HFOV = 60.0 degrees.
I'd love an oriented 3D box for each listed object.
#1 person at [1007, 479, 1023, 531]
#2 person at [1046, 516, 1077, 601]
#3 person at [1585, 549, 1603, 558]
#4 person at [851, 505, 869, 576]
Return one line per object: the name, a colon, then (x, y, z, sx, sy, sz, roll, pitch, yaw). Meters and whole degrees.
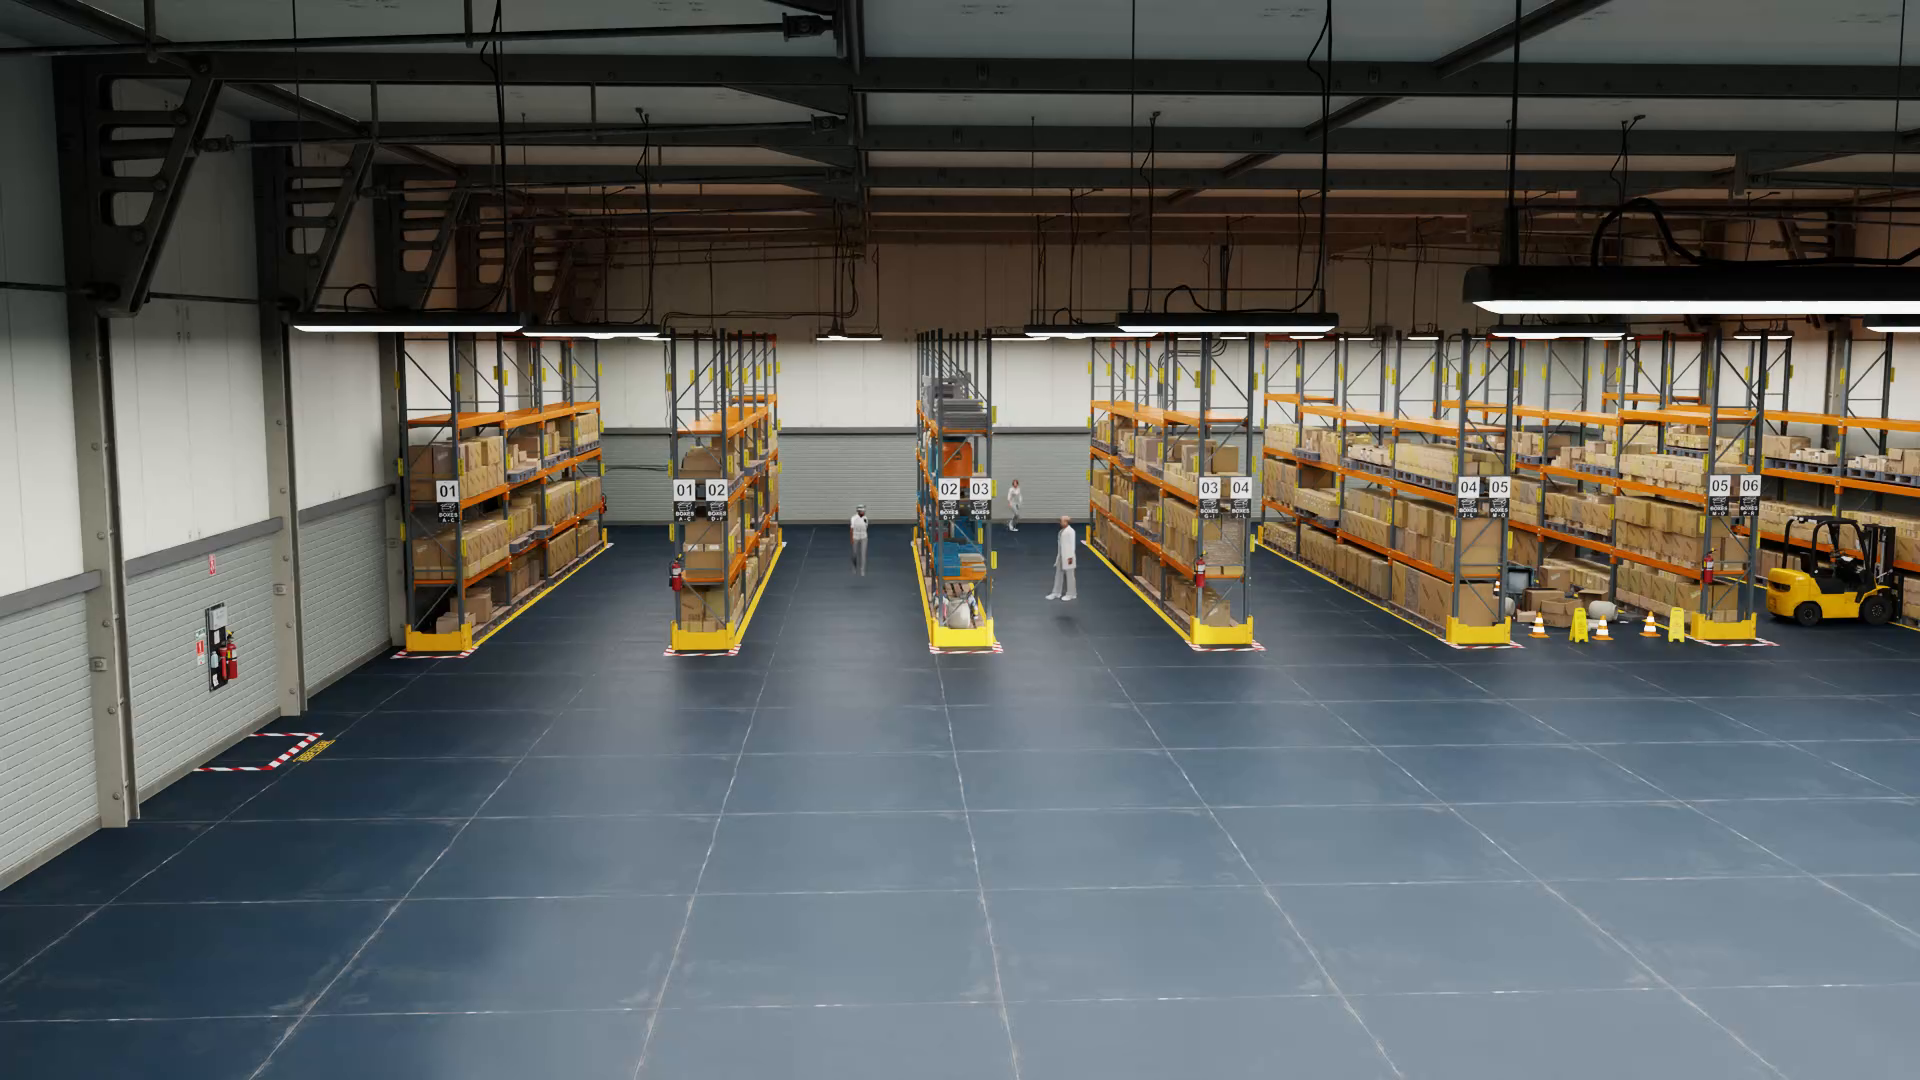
person: (1.681, -1.059, 50.782, 0.439, 1.590, 0.427, 4, 8, 32)
person: (2.185, 0.383, 35.305, 0.615, 1.797, 0.600, -3, 7, -23)
person: (17.017, -0.398, 44.486, 0.513, 1.801, 0.619, 2, 7, 20)
person: (-2.361, -0.006, 39.192, 0.442, 1.656, 0.598, -1, 7, -4)
